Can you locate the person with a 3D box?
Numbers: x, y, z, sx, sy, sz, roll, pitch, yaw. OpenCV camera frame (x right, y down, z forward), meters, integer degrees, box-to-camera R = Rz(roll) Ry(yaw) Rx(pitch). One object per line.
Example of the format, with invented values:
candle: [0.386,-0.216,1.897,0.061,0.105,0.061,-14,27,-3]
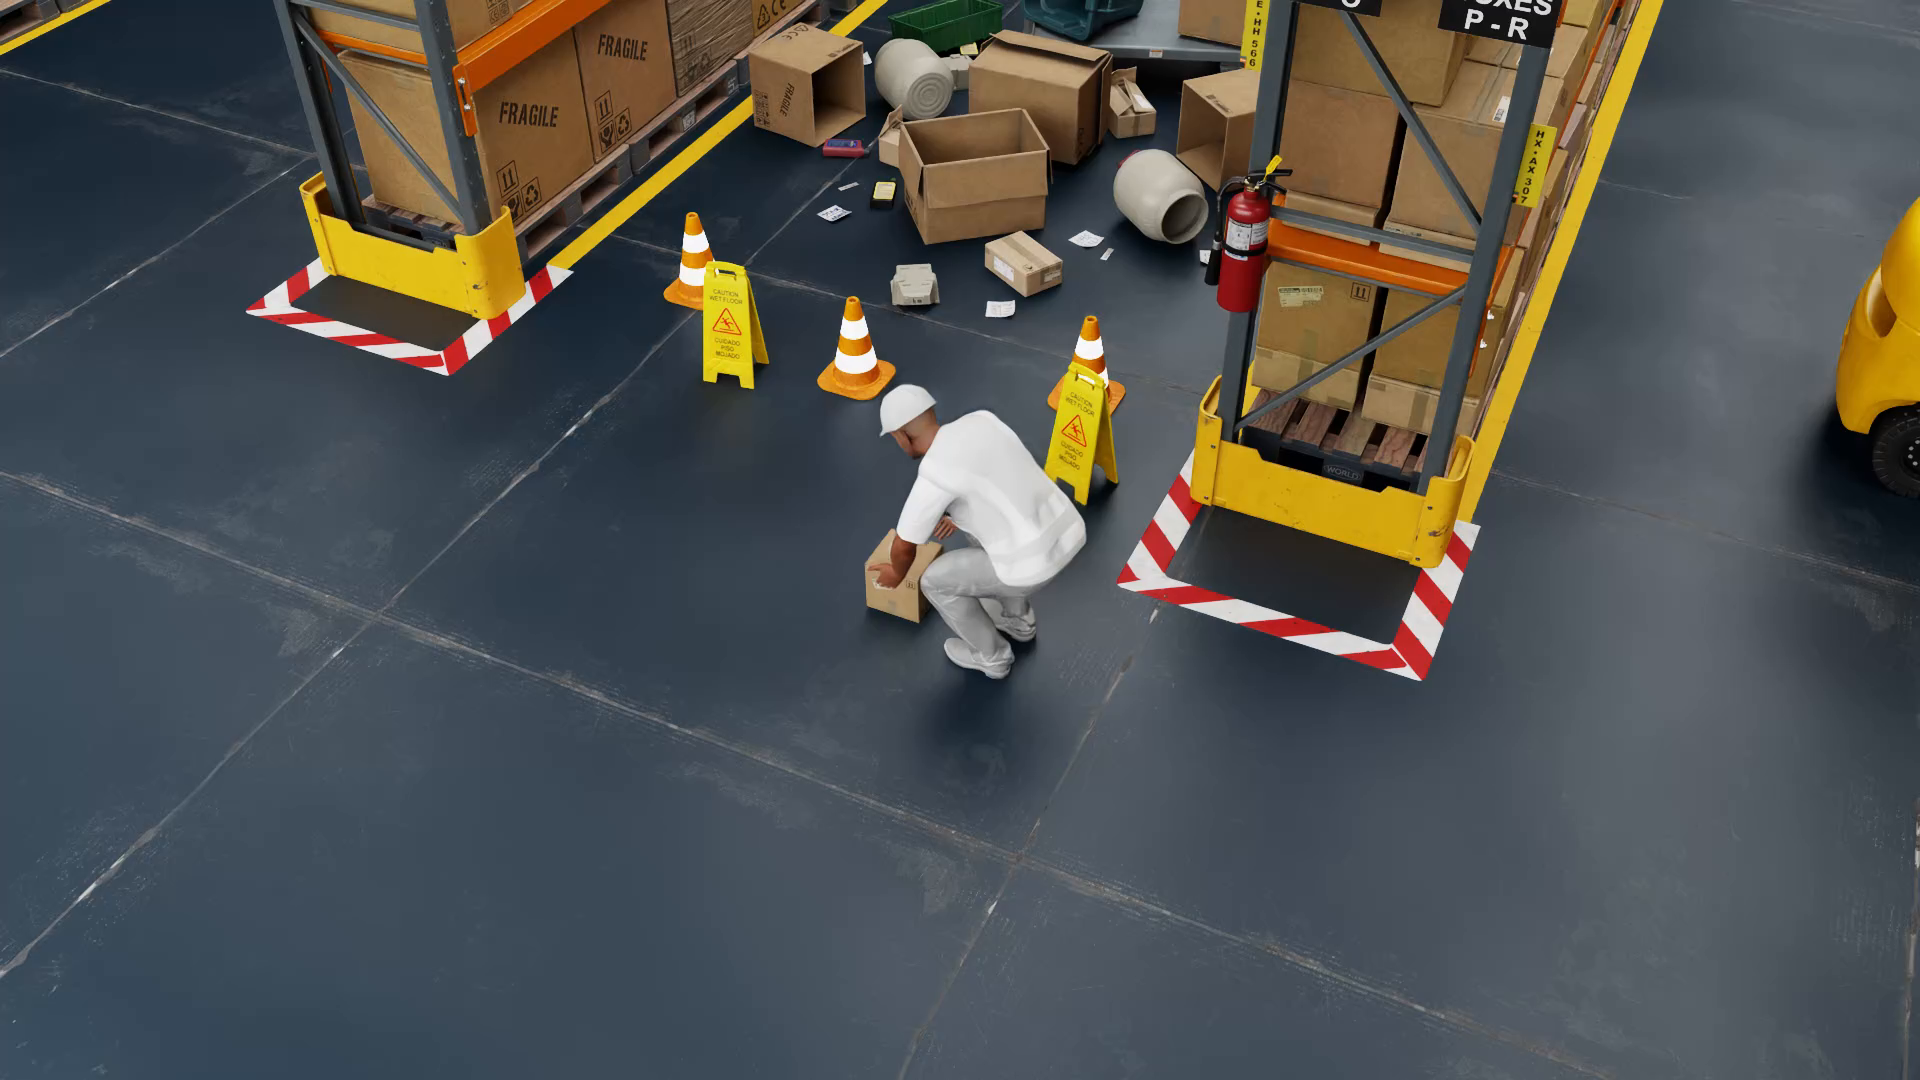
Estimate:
person: [0.055,-0.016,6.590,0.847,1.196,0.619,26,48,26]
